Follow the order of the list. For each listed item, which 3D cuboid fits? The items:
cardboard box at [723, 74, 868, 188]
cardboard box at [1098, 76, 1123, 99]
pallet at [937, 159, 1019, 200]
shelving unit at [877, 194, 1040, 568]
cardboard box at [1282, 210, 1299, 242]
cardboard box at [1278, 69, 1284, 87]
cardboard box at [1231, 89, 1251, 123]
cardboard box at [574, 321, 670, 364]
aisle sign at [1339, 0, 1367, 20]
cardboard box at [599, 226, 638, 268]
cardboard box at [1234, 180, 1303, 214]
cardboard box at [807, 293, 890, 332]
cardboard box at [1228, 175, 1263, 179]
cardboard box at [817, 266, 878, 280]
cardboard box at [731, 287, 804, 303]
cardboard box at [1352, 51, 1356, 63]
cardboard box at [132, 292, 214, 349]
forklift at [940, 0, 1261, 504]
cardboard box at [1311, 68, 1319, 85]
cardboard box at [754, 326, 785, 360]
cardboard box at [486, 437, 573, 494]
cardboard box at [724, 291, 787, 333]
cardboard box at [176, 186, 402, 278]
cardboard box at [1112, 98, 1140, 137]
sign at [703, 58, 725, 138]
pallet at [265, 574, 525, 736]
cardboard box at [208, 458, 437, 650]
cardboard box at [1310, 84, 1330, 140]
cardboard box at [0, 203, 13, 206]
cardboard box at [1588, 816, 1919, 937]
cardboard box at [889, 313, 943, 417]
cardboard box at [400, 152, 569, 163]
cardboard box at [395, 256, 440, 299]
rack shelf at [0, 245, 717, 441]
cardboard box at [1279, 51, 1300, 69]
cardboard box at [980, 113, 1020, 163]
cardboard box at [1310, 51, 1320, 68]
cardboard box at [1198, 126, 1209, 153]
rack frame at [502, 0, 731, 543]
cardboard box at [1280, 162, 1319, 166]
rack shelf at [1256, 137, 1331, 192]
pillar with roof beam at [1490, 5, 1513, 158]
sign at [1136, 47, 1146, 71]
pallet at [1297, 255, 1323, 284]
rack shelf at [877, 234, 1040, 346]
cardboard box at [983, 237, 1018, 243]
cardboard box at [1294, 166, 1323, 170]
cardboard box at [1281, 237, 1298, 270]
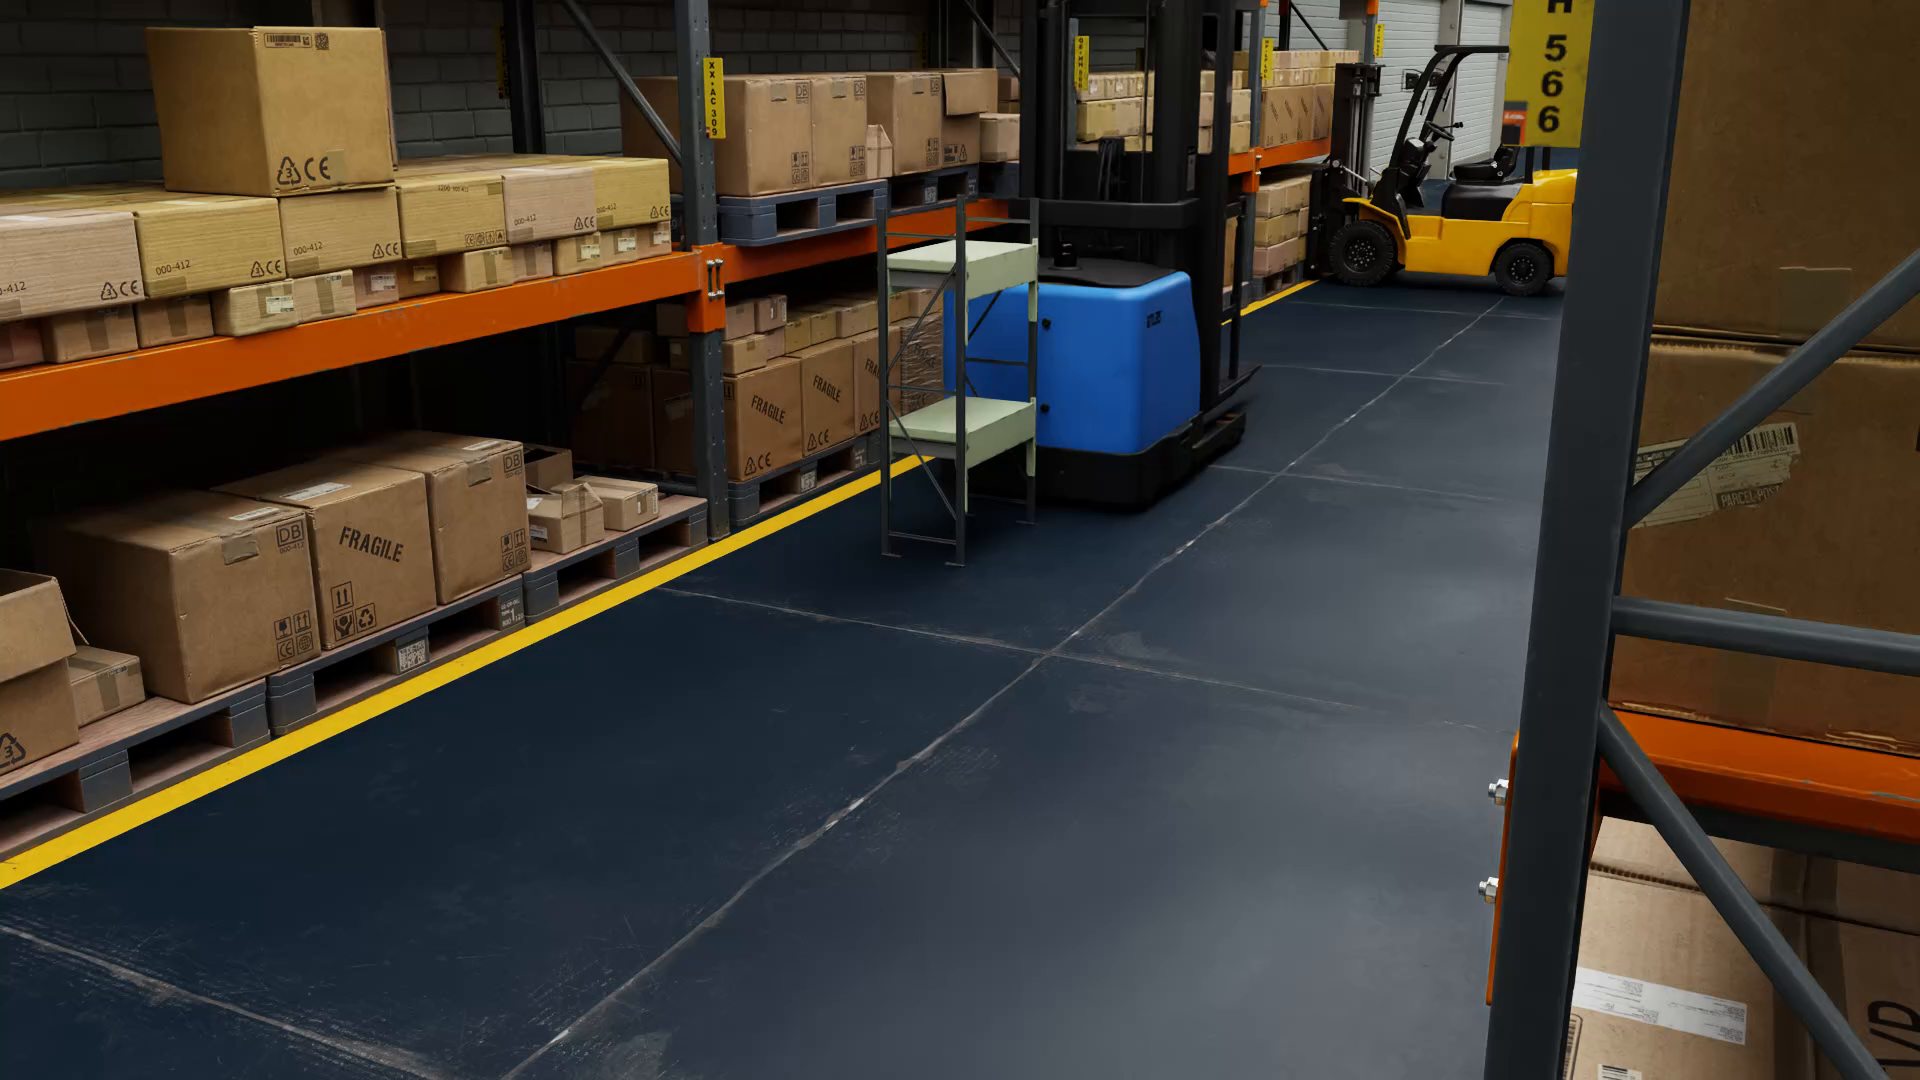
[{"bbox_3d":[-0.874,-1.979,8.004,0.700,0.500,0.500,8,18,26],"label":"cardboard box"},{"bbox_3d":[0.882,-3.061,11.247,0.380,0.149,0.250,9,19,27],"label":"cardboard box"},{"bbox_3d":[0.026,-2.248,10.161,1.213,0.211,1.003,8,18,25],"label":"pallet"},{"bbox_3d":[0.003,-0.721,7.317,0.431,1.500,0.755,8,18,25],"label":"shelving unit"},{"bbox_3d":[2.769,-2.876,15.152,0.500,0.250,0.500,8,18,25],"label":"cardboard box"},{"bbox_3d":[2.637,-4.083,14.688,0.380,0.149,0.250,8,18,25],"label":"cardboard box"},{"bbox_3d":[2.063,-3.550,13.595,0.500,0.250,0.500,8,18,24],"label":"cardboard box"},{"bbox_3d":[-1.615,-0.947,7.958,0.380,0.149,0.250,7,18,23],"label":"cardboard box"},{"bbox_3d":[4.133,-5.785,17.166,0.394,0.787,0.004,8,18,25],"label":"aisle sign"},{"bbox_3d":[-1.535,-1.200,6.737,0.380,0.149,0.250,9,19,27],"label":"cardboard box"},{"bbox_3d":[2.788,-3.115,15.080,0.500,0.250,0.500,8,18,25],"label":"cardboard box"},{"bbox_3d":[-0.596,-1.215,8.859,0.380,0.149,0.250,9,19,27],"label":"cardboard box"},{"bbox_3d":[2.551,-3.311,15.739,0.500,0.250,0.500,8,18,26],"label":"cardboard box"},{"bbox_3d":[-0.632,-1.547,9.978,0.380,0.149,0.250,7,18,23],"label":"cardboard box"},{"bbox_3d":[-1.074,-1.282,9.086,0.380,0.149,0.250,8,18,26],"label":"cardboard box"},{"bbox_3d":[3.787,-4.876,16.835,0.380,0.149,0.250,8,18,25],"label":"cardboard box"},{"bbox_3d":[-2.476,-0.679,4.984,0.380,0.149,0.250,8,19,26],"label":"cardboard box"},{"bbox_3d":[0.968,-1.950,8.941,1.130,2.935,3.031,7,18,23],"label":"forklift"},{"bbox_3d":[3.140,-4.338,15.547,0.380,0.149,0.250,8,18,24],"label":"cardboard box"},{"bbox_3d":[-1.068,-0.954,7.983,0.380,0.149,0.250,8,18,24],"label":"cardboard box"},{"bbox_3d":[-2.028,-0.277,7.173,0.500,0.311,0.500,9,19,27],"label":"cardboard box"},{"bbox_3d":[-1.050,-1.089,7.913,0.380,0.149,0.250,7,18,23],"label":"cardboard box"},{"bbox_3d":[-2.207,-1.027,5.454,0.500,0.250,0.500,8,18,24],"label":"cardboard box"},{"bbox_3d":[0.908,-2.899,11.400,0.500,0.250,0.500,9,19,27],"label":"cardboard box"},{"bbox_3d":[-1.032,-1.851,6.966,0.100,0.325,0.005,8,18,25],"label":"sign"},{"bbox_3d":[-2.373,0.321,6.073,1.003,0.211,1.213,8,18,25],"label":"pallet"},{"bbox_3d":[-2.208,0.035,5.792,0.500,0.500,0.500,8,19,26],"label":"cardboard box"},{"bbox_3d":[3.172,-4.057,15.741,0.500,0.500,0.500,8,18,26],"label":"cardboard box"},{"bbox_3d":[-3.109,-0.837,4.814,0.500,0.250,0.500,8,18,26],"label":"cardboard box"},{"bbox_3d":[1.741,0.759,3.464,0.875,0.438,0.875,9,19,27],"label":"cardboard box"},{"bbox_3d":[-0.410,-0.995,9.259,0.500,0.500,0.500,7,18,23],"label":"cardboard box"},{"bbox_3d":[-1.984,-1.481,6.985,0.500,0.250,0.500,8,18,25],"label":"cardboard box"},{"bbox_3d":[-2.075,-0.947,5.885,0.380,0.149,0.250,8,18,26],"label":"cardboard box"},{"bbox_3d":[-2.415,-0.648,5.702,1.077,0.370,4.000,8,18,25],"label":"rack shelf"},{"bbox_3d":[2.810,-4.282,14.835,0.380,0.149,0.250,9,19,27],"label":"cardboard box"},{"bbox_3d":[0.084,-2.341,9.664,0.500,0.250,0.500,7,18,23],"label":"cardboard box"},{"bbox_3d":[3.189,-4.551,15.742,0.380,0.149,0.250,8,18,26],"label":"cardboard box"},{"bbox_3d":[1.593,-3.055,12.807,0.500,0.250,0.500,8,18,26],"label":"cardboard box"},{"bbox_3d":[-1.521,-1.503,7.315,1.000,3.000,0.127,8,18,25],"label":"rack frame"},{"bbox_3d":[3.457,-3.823,17.464,0.500,0.250,0.500,8,18,25],"label":"cardboard box"},{"bbox_3d":[2.947,-3.705,15.993,1.077,0.370,4.000,8,18,25],"label":"rack shelf"},{"bbox_3d":[14.618,-11.410,30.133,9.100,9.000,0.400,8,18,25],"label":"pillar with roof beam"},{"bbox_3d":[1.556,-4.063,14.278,0.100,0.325,0.005,8,18,25],"label":"sign"},{"bbox_3d":[2.990,-2.713,16.287,1.003,0.211,1.213,8,18,25],"label":"pallet"},{"bbox_3d":[0.003,-1.095,7.205,0.431,0.370,0.720,8,18,25],"label":"rack shelf"},{"bbox_3d":[0.557,-1.742,11.553,0.875,0.625,0.625,9,19,27],"label":"cardboard box"},{"bbox_3d":[3.691,-3.634,16.827,0.500,0.250,0.500,8,19,26],"label":"cardboard box"},{"bbox_3d":[2.779,-2.636,15.223,0.500,0.250,0.500,8,18,24],"label":"cardboard box"}]
